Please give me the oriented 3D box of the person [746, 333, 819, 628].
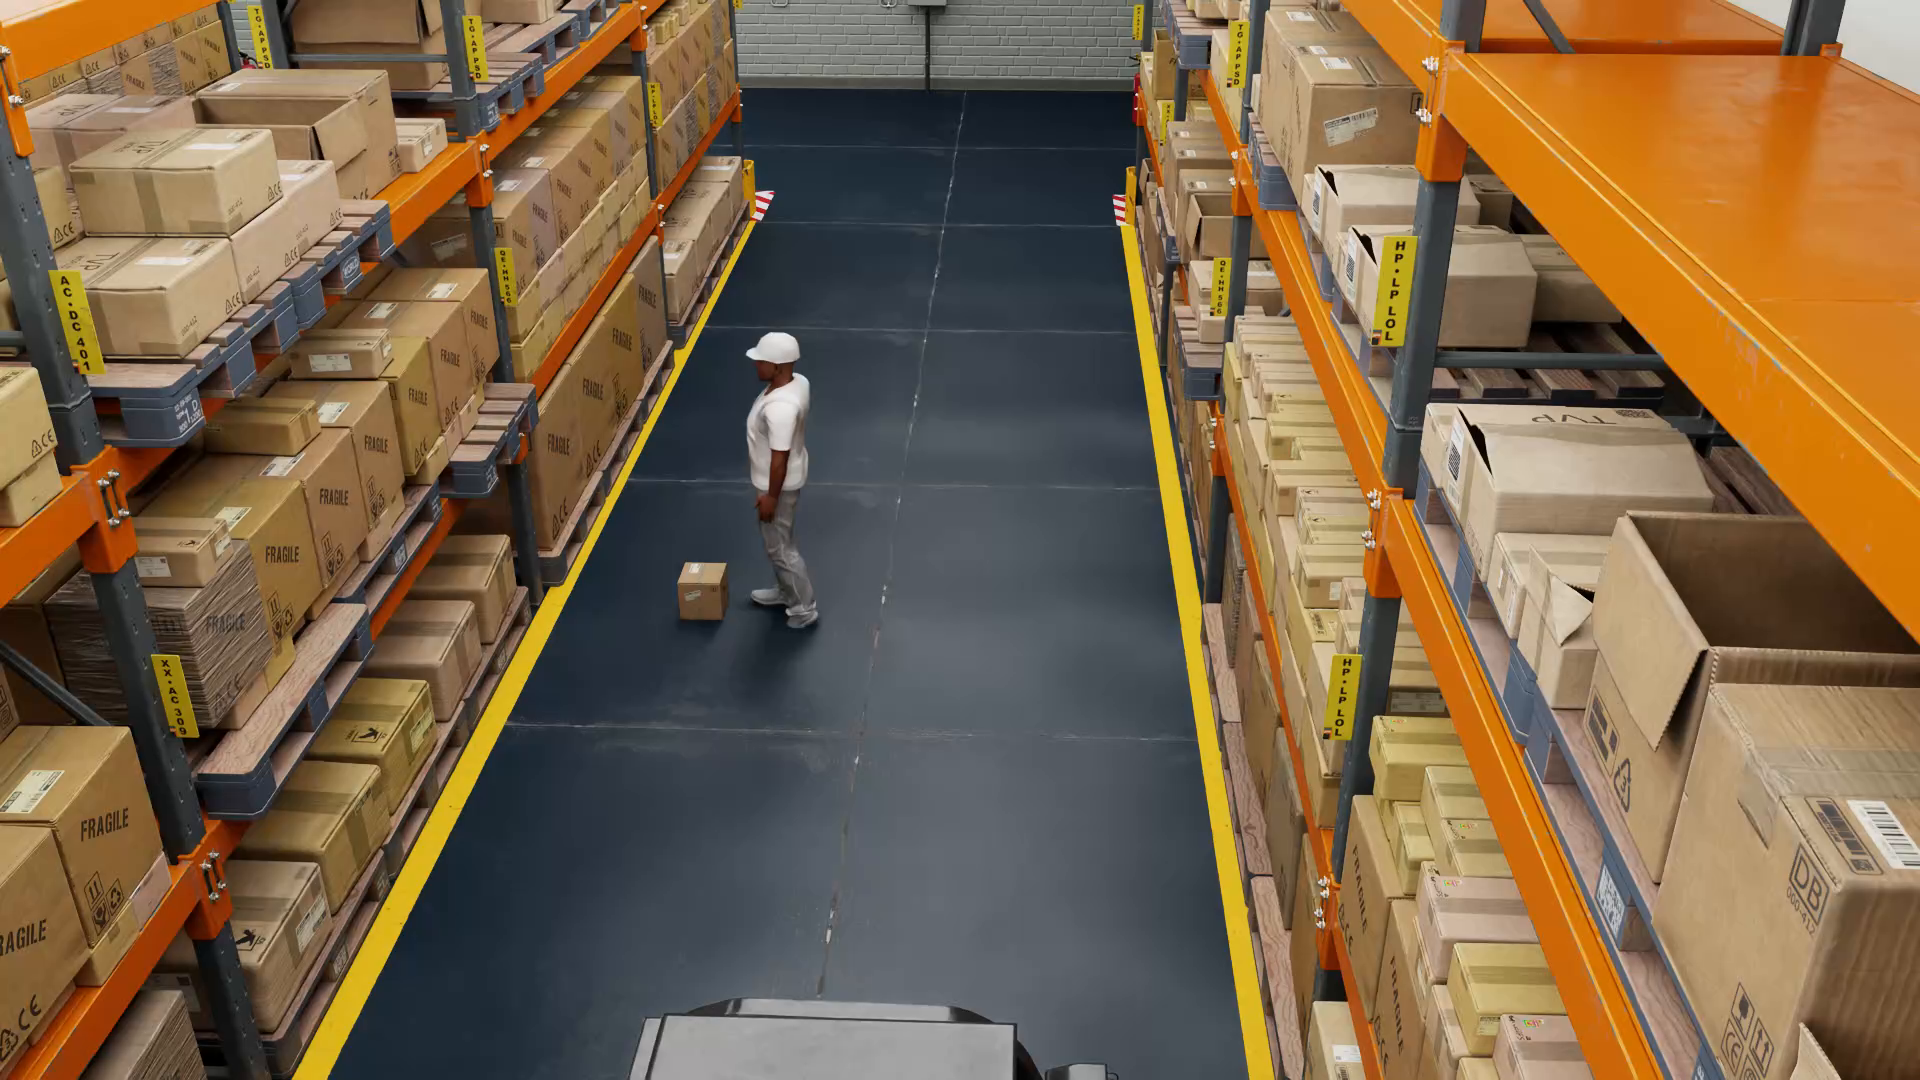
[{"bbox_3d":[-1.047,-0.319,9.518,0.446,1.833,0.571,1,28,3],"label":"person"}]
